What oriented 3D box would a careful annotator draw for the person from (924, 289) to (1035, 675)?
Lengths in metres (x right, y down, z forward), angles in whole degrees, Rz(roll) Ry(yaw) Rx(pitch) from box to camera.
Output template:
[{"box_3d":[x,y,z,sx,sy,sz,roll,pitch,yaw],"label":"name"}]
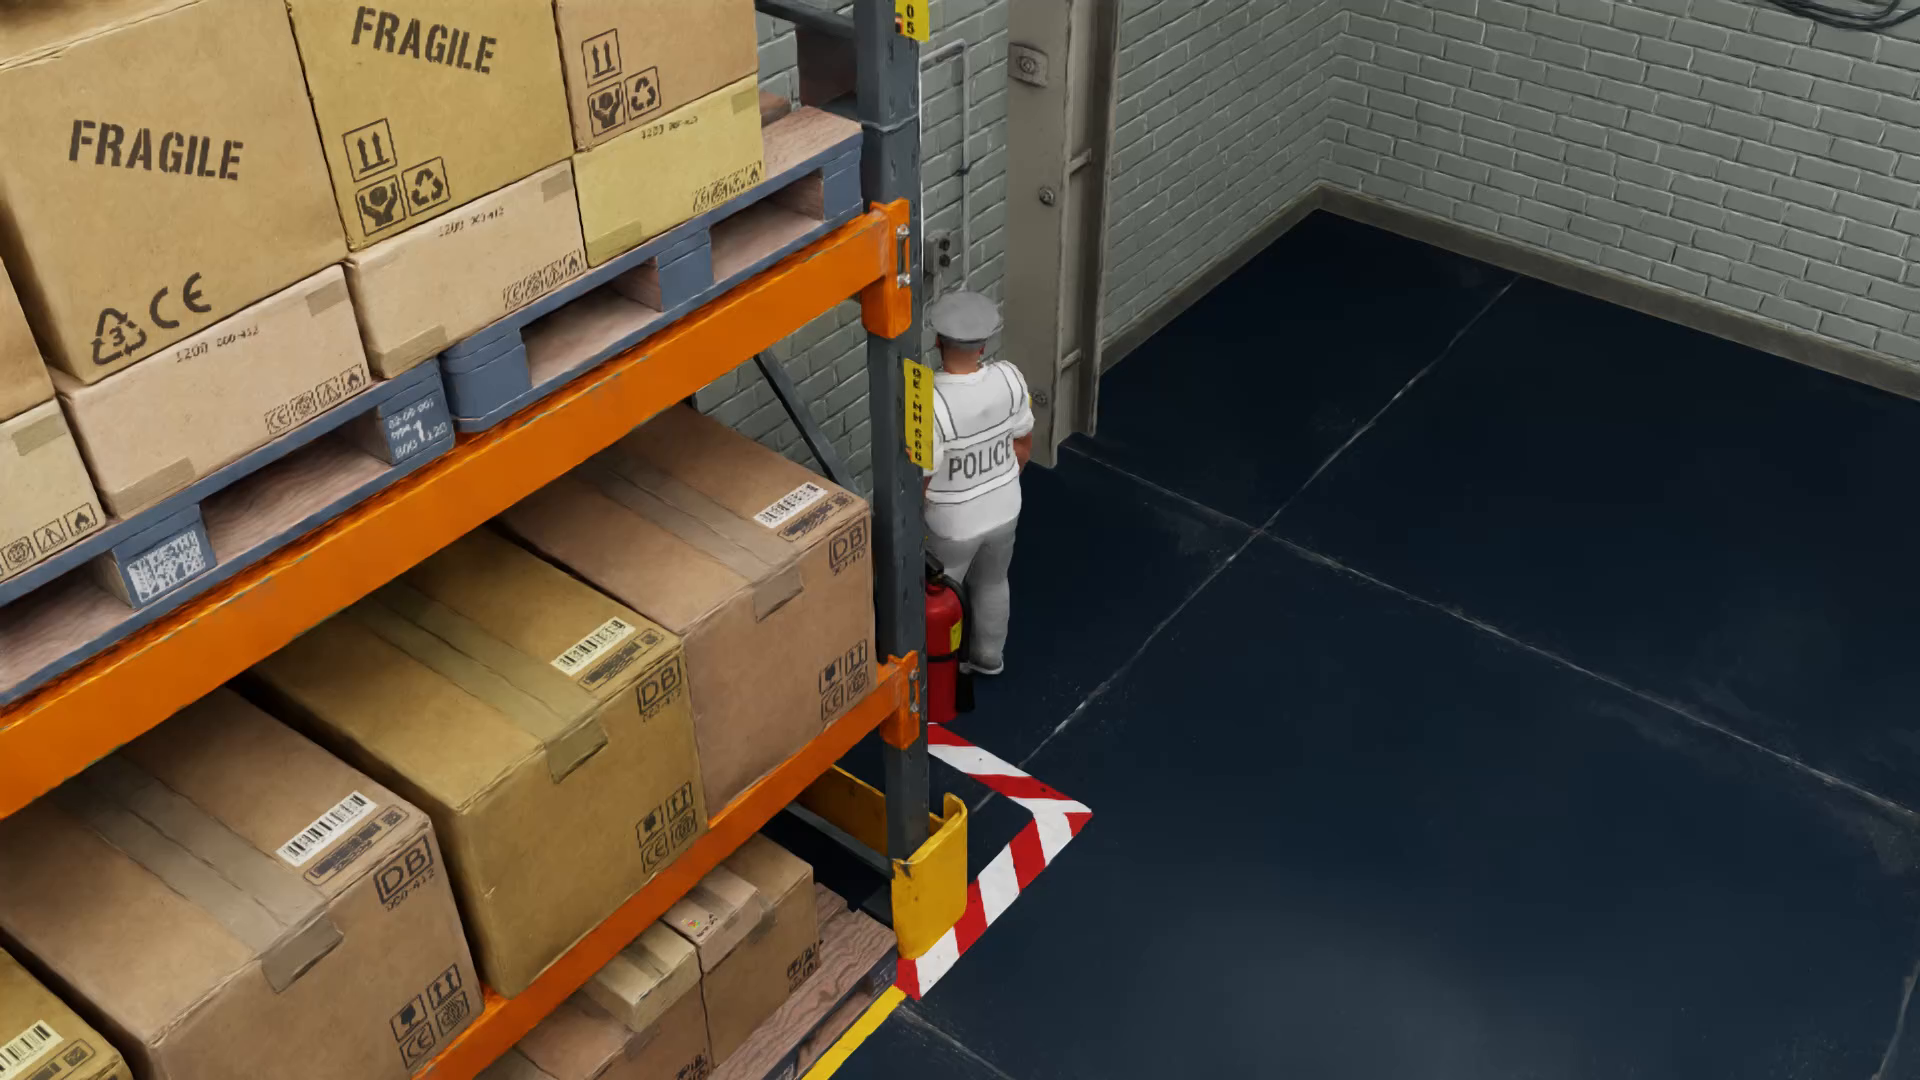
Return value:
[{"box_3d":[-0.001,-0.106,6.277,0.588,1.807,0.443,-24,45,-27],"label":"person"}]
